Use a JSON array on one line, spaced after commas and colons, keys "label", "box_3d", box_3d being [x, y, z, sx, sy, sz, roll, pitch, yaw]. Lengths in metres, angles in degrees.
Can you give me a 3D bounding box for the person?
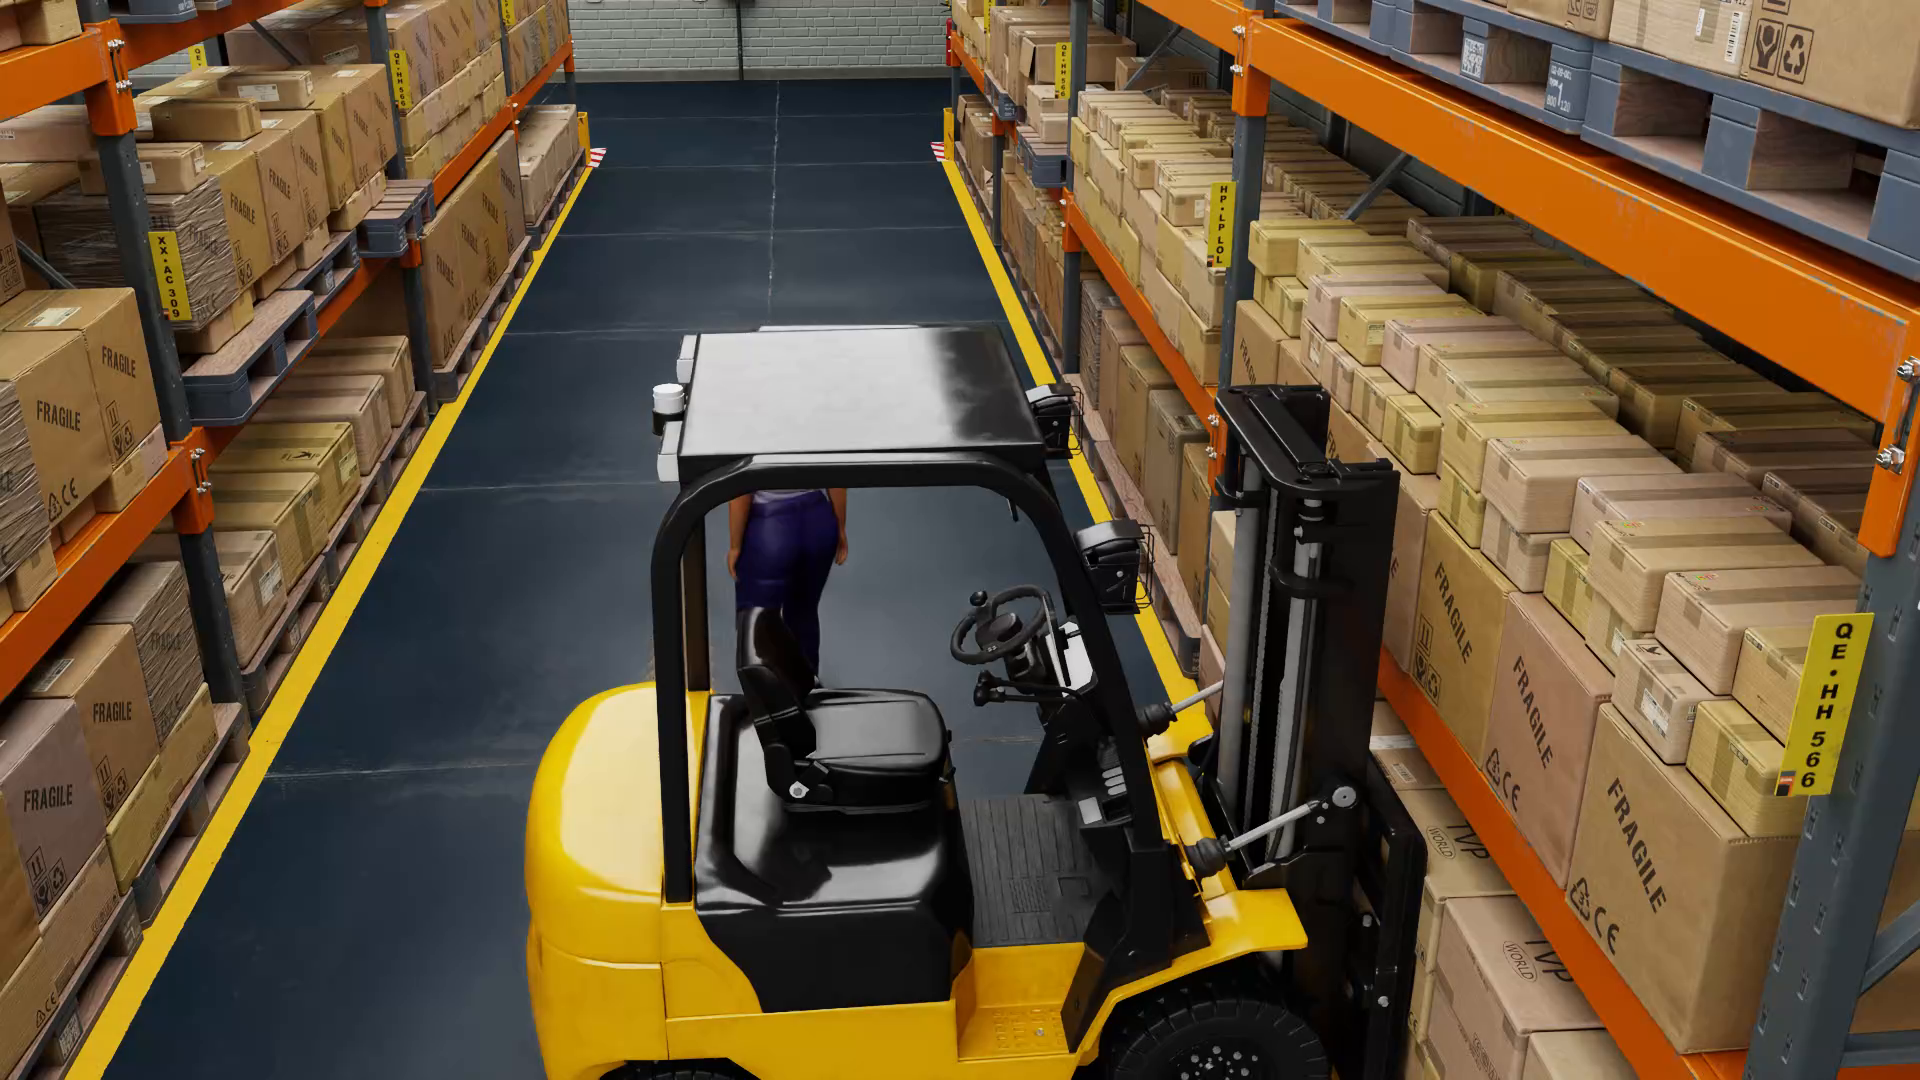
[{"label": "person", "box_3d": [-0.659, 0.023, 6.576, 0.556, 1.638, 0.552, -18, 29, -34]}]
